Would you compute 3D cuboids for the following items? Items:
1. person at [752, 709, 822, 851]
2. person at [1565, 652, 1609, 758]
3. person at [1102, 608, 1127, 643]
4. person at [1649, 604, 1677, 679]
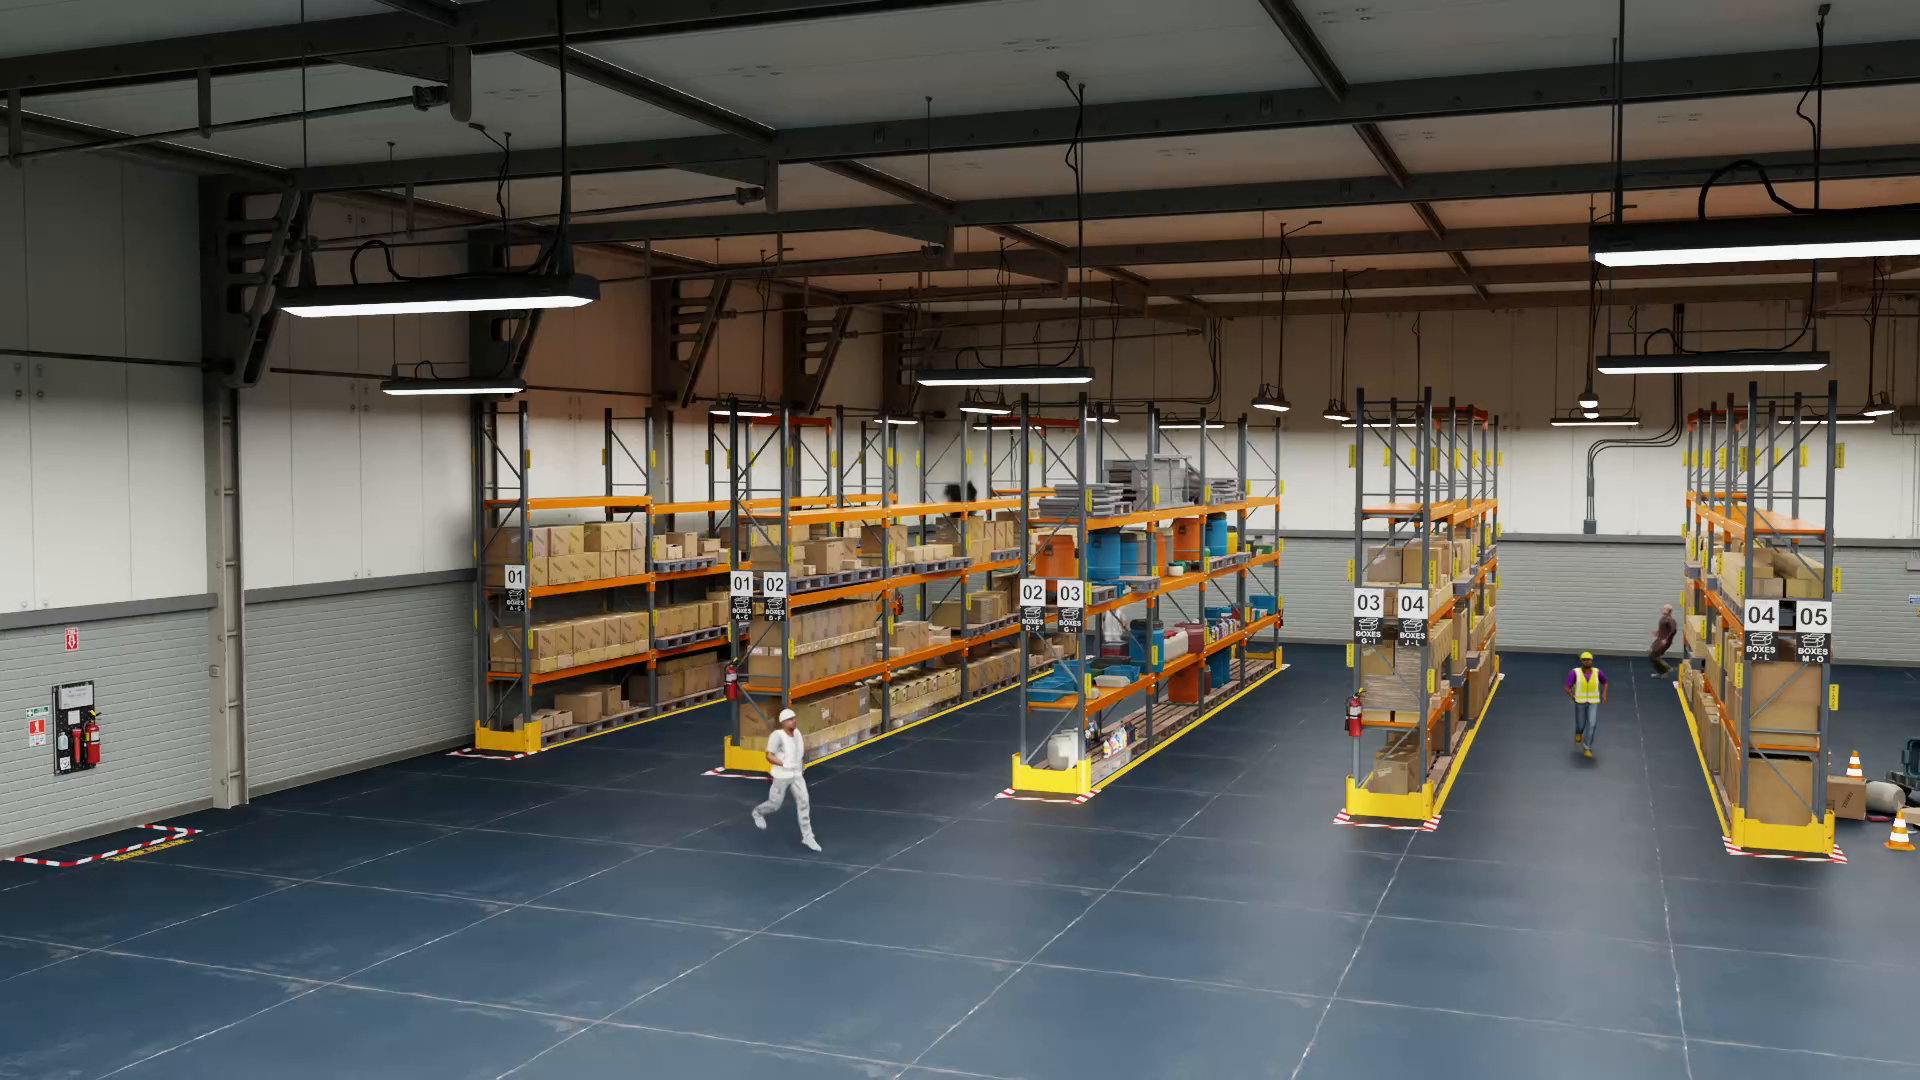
[{"bbox_3d":[-2.274,3.073,21.514,1.161,1.783,0.647,3,4,44],"label":"person"},{"bbox_3d":[10.647,2.772,28.255,0.698,1.745,0.870,1,3,15],"label":"person"},{"bbox_3d":[3.565,2.242,38.808,0.664,1.751,0.793,1,3,12],"label":"person"},{"bbox_3d":[15.992,2.321,37.828,0.560,1.732,0.736,1,3,23],"label":"person"}]
